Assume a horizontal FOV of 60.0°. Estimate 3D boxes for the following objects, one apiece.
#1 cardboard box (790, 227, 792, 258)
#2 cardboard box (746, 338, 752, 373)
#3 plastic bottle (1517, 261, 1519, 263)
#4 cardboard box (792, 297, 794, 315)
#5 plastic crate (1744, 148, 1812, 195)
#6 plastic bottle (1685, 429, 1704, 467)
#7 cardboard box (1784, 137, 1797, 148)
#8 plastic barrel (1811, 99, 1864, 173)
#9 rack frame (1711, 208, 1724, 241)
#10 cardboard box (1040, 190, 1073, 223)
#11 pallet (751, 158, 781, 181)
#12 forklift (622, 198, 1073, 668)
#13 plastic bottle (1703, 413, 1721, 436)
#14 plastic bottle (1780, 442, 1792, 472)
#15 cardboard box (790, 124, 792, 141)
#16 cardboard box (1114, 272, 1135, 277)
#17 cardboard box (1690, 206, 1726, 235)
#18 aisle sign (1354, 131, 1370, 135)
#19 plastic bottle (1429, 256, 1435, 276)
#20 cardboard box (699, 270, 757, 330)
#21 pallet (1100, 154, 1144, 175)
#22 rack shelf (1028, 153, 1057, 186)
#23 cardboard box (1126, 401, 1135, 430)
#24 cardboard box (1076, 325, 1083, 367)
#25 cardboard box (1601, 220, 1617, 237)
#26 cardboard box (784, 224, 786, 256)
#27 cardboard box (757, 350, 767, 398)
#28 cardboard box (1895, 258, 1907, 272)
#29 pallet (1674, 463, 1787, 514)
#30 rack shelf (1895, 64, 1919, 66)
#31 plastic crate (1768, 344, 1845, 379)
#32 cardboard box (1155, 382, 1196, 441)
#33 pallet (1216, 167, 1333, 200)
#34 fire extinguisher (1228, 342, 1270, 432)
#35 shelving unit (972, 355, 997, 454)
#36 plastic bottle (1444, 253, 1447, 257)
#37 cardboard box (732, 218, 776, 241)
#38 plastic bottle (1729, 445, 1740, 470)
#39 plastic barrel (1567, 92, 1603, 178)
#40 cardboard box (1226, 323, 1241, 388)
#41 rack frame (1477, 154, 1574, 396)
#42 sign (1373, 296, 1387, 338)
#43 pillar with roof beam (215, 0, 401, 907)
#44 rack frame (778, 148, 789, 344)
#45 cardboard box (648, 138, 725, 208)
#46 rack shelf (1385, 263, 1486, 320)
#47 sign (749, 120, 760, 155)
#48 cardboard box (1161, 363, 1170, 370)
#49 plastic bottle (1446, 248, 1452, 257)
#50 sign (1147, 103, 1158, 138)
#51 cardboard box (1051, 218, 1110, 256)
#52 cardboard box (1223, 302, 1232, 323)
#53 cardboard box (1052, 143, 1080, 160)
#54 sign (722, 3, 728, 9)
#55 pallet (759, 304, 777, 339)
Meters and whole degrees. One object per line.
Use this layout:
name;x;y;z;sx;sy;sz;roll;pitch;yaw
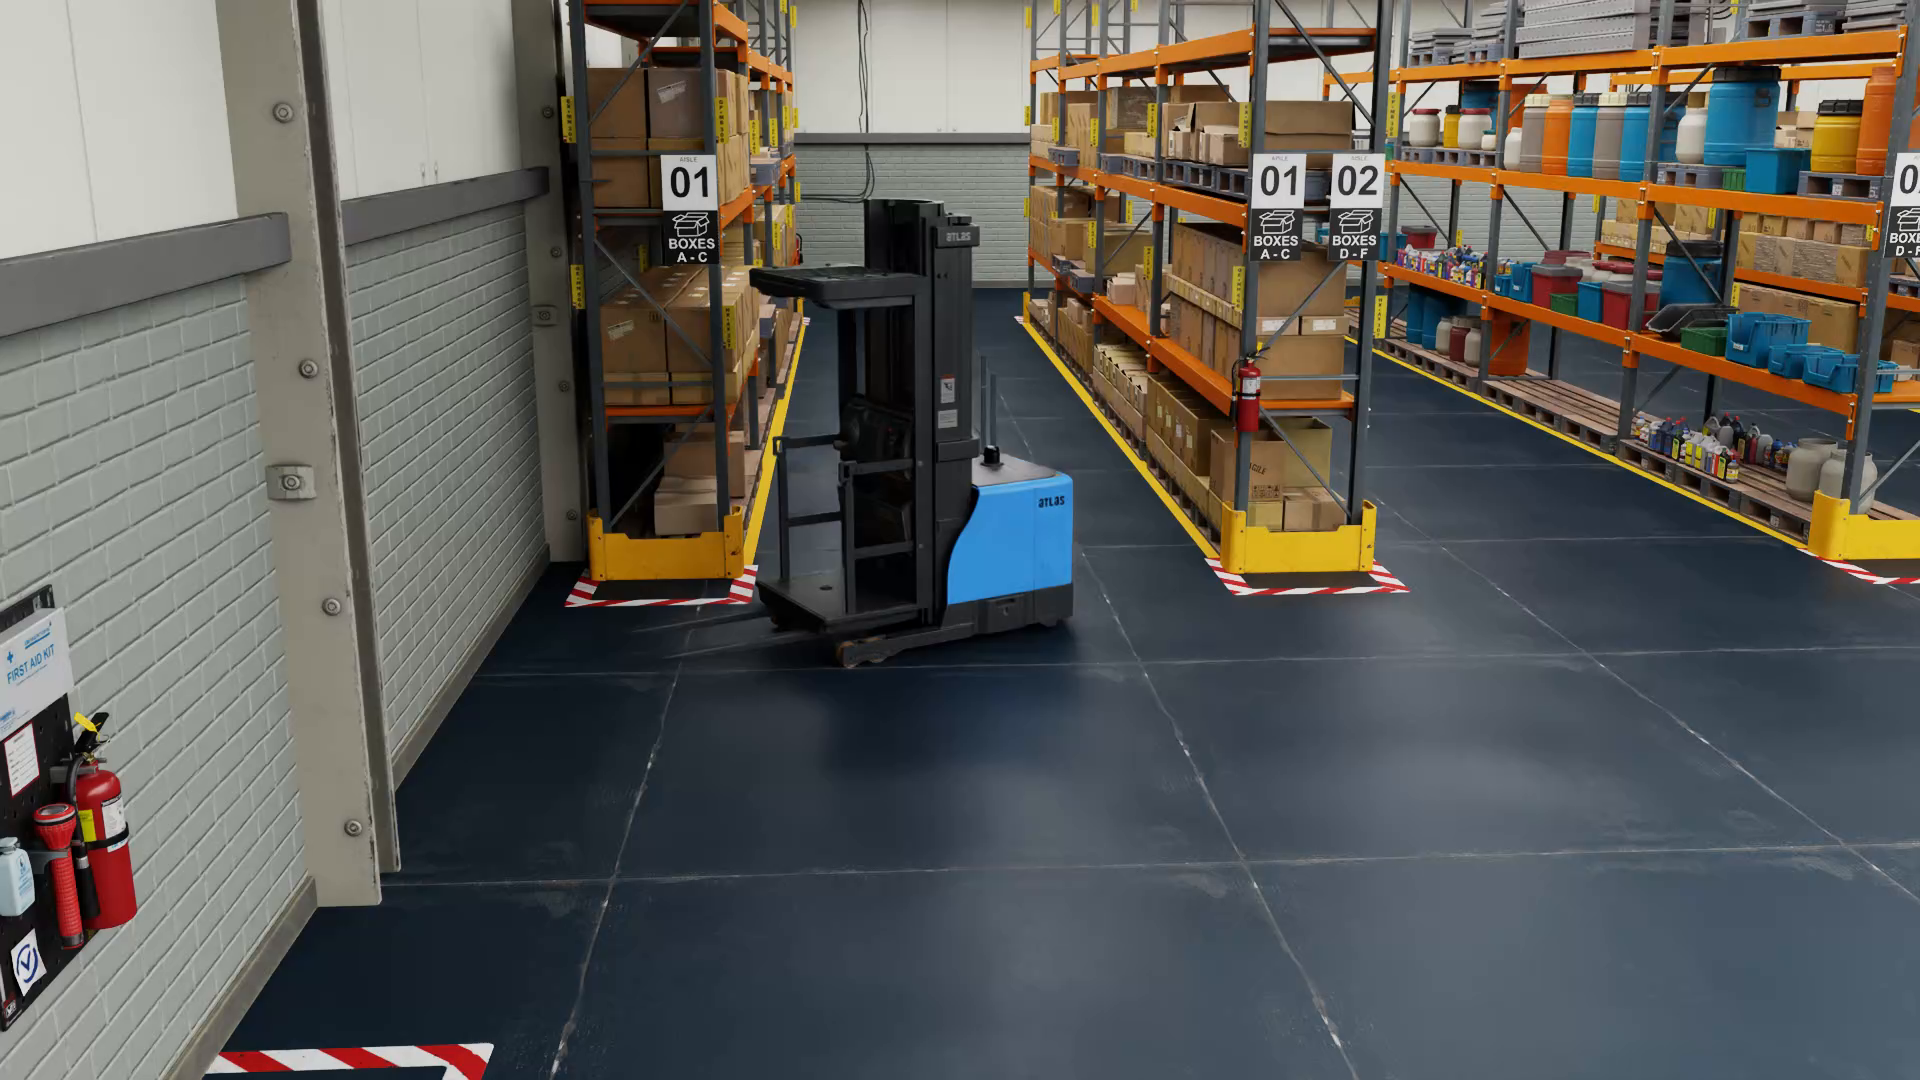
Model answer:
cardboard box;-3.133;-4.797;26.049;0.980;0.700;0.700;-2;15;-6
cardboard box;-2.092;-1.615;14.543;0.500;0.250;0.500;-1;14;-3
plastic bottle;7.405;-3.575;22.136;0.061;0.283;0.133;-1;14;-3
cardboard box;-3.126;-3.969;27.608;0.700;0.500;0.500;-1;14;-3
plastic crate;7.191;-3.237;14.602;0.392;0.384;0.575;-1;14;-3
plastic bottle;7.036;-0.888;15.891;0.144;0.351;0.185;-1;14;-4
cardboard box;11.753;-5.546;23.201;0.380;0.149;0.250;-1;15;-6
plastic barrel;7.413;-3.352;13.793;0.600;0.588;0.600;0;14;0
rack frame;11.810;-4.384;25.045;1.000;3.000;0.127;-1;14;-3
cardboard box;1.537;-5.264;26.259;0.500;0.500;0.500;-1;14;-4
pallet;-2.525;-3.940;17.675;1.213;0.211;1.003;-1;14;-3
forklift;-0.735;-0.737;11.010;3.031;2.935;1.130;-9;17;-30
plastic bottle;7.546;-1.090;16.676;0.144;0.351;0.185;-1;14;-3
plastic bottle;7.781;-0.780;15.633;0.097;0.271;0.097;0;14;0
cardboard box;-2.925;-6.474;26.404;0.500;0.250;0.500;-1;14;-6
cardboard box;2.149;-3.103;20.244;0.500;0.311;0.500;0;14;0
cardboard box;11.515;-4.929;25.361;0.500;0.500;0.500;0;14;-2
aisle sign;6.907;-6.584;28.377;0.394;0.787;0.004;-1;14;-3
plastic bottle;6.567;-3.807;23.060;0.097;0.271;0.097;0;14;0
cardboard box;-2.151;-2.228;15.422;0.500;0.500;0.500;-1;14;-4
pallet;2.302;-4.431;19.586;1.213;0.211;1.003;0;14;-1
rack shelf;1.799;-5.833;26.103;1.077;0.370;4.000;-1;14;-3
cardboard box;2.074;-1.338;17.884;0.500;0.250;0.500;-1;14;-4
cardboard box;1.846;-2.597;22.234;0.500;0.500;0.500;-1;14;-5
cardboard box;11.323;-5.326;28.412;0.500;0.250;0.500;-1;14;-5
cardboard box;-2.741;-4.246;23.670;0.500;0.500;0.500;-1;14;-4
cardboard box;-2.677;-1.984;19.850;0.700;0.500;0.500;-1;14;-3
cardboard box;12.299;-3.562;21.652;0.500;0.500;0.500;0;14;-2
pallet;7.441;-0.495;15.528;1.003;0.211;1.213;-1;14;-3
rack shelf;12.182;-5.255;18.637;1.077;0.370;4.000;-1;14;-3
plastic crate;7.246;-1.532;14.261;0.499;0.251;0.408;-1;14;-3
cardboard box;2.173;-1.233;15.968;0.500;0.500;0.500;-1;14;-3
pallet;2.648;-2.833;13.177;1.003;0.211;1.213;-1;14;-3
fire extinguisher;2.210;-1.173;12.722;0.296;0.674;0.183;-1;14;-3
shelving unit;0.005;-0.705;13.757;0.538;1.500;1.048;-1;14;-3
plastic bottle;7.090;-4.112;24.385;0.097;0.201;0.097;0;14;0
cardboard box;-2.546;-3.849;20.623;0.500;0.250;0.500;-1;14;-2
plastic bottle;7.177;-0.735;15.433;0.061;0.283;0.133;-1;14;-3
plastic barrel;7.033;-4.462;18.321;0.600;0.901;0.708;-1;14;-3
cardboard box;2.613;-1.543;13.801;0.700;0.500;0.500;-1;14;-2
rack frame;7.114;-3.312;20.881;1.000;3.000;0.127;-1;14;-3
sign;3.220;-1.712;12.764;0.100;0.325;0.005;-1;14;-3
pillar with roof beam;1.484;-2.810;6.890;9.100;9.000;0.400;-1;14;-3
rack frame;-3.021;-4.154;24.153;1.000;3.000;0.127;-1;14;-3
cardboard box;-2.049;-2.768;12.503;0.500;0.500;0.500;-1;14;-2
rack shelf;6.991;-3.461;22.904;1.077;0.370;4.000;-1;14;-3
sign;-1.985;-3.878;16.022;0.100;0.325;0.005;-1;14;-3
cardboard box;2.545;-1.874;18.842;0.500;0.311;0.500;0;14;-2
plastic bottle;7.214;-4.154;24.401;0.152;0.276;0.135;-1;14;-3
sign;1.877;-4.087;16.202;0.100;0.325;0.005;-1;14;-3
cardboard box;1.729;-4.362;23.918;0.700;0.500;0.500;-6;16;-22
cardboard box;2.405;-1.893;13.863;0.380;0.149;0.250;-1;14;-3
cardboard box;1.627;-5.729;24.553;0.500;0.250;0.500;-1;14;-3
sign;-3.824;-8.577;27.108;0.100;0.325;0.005;-1;14;-3
pallet;-2.428;-2.264;17.192;1.003;0.211;1.213;-1;14;-3
